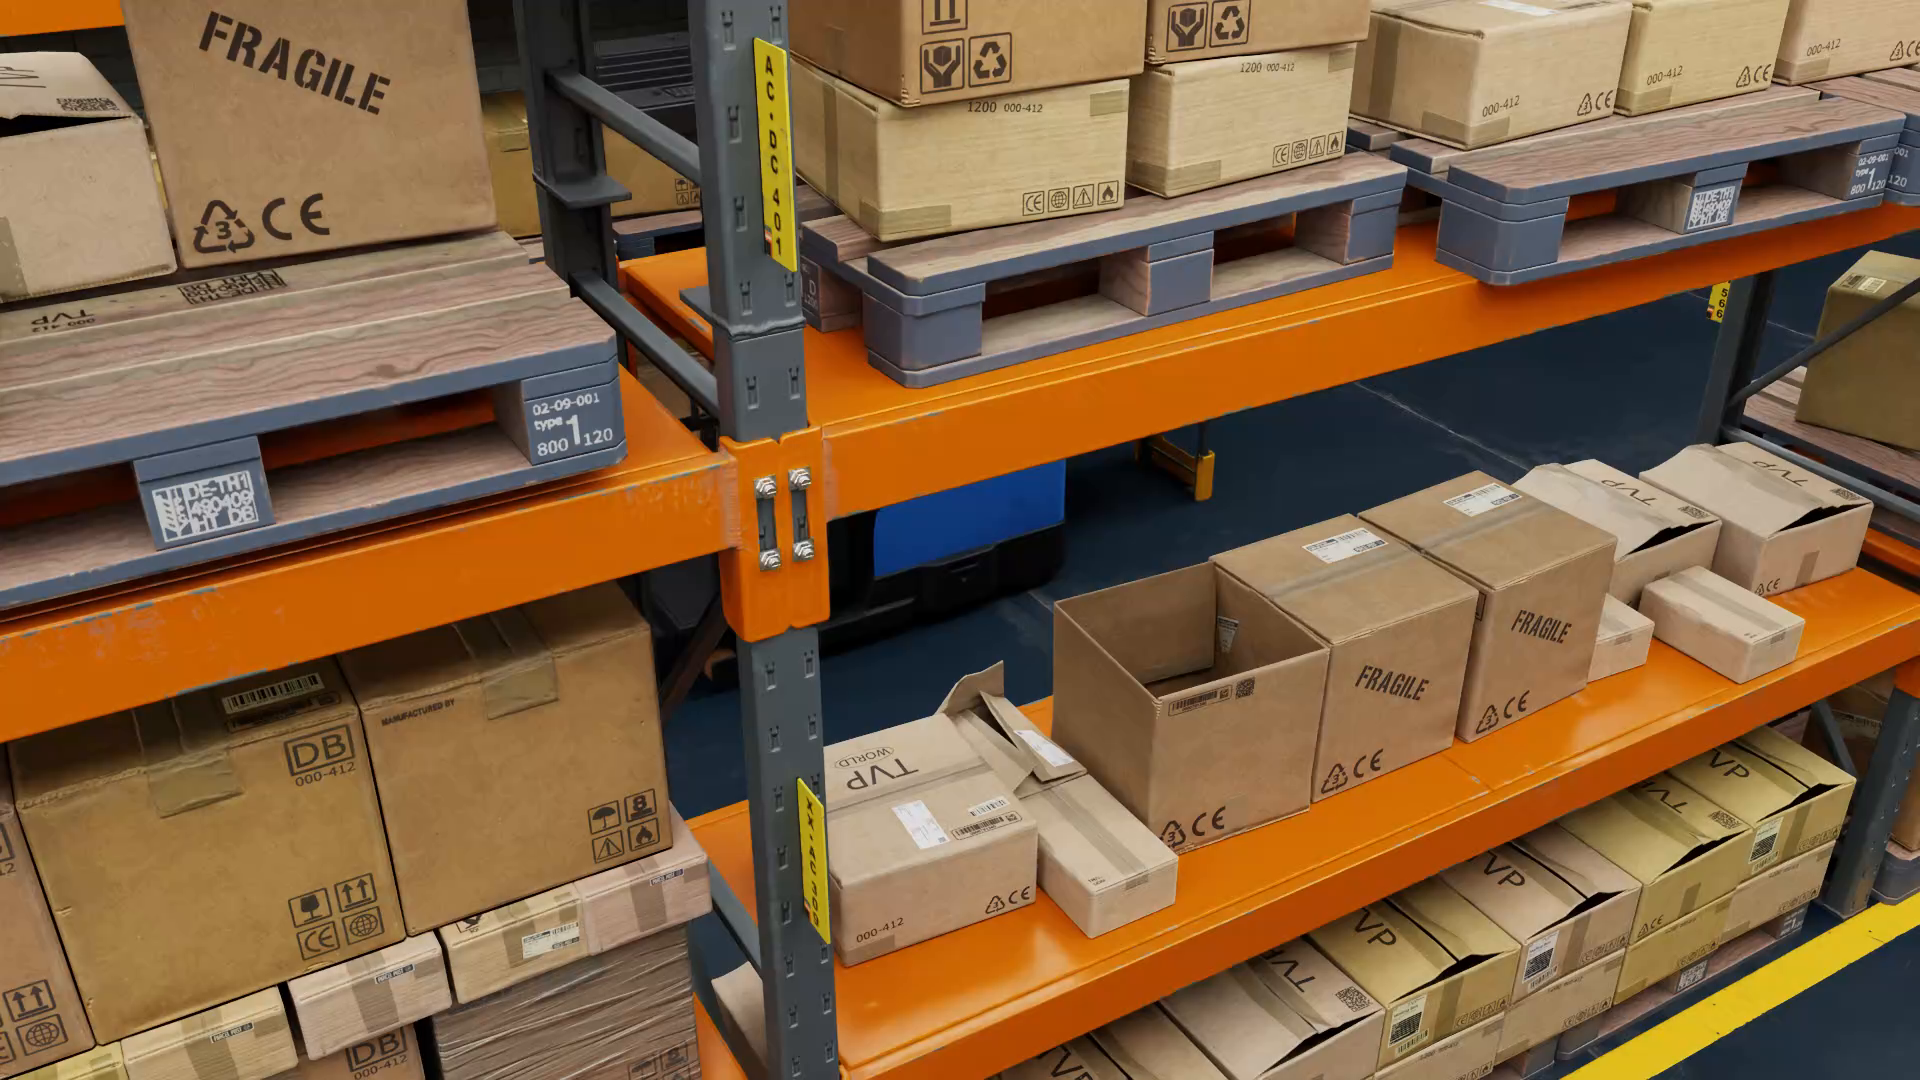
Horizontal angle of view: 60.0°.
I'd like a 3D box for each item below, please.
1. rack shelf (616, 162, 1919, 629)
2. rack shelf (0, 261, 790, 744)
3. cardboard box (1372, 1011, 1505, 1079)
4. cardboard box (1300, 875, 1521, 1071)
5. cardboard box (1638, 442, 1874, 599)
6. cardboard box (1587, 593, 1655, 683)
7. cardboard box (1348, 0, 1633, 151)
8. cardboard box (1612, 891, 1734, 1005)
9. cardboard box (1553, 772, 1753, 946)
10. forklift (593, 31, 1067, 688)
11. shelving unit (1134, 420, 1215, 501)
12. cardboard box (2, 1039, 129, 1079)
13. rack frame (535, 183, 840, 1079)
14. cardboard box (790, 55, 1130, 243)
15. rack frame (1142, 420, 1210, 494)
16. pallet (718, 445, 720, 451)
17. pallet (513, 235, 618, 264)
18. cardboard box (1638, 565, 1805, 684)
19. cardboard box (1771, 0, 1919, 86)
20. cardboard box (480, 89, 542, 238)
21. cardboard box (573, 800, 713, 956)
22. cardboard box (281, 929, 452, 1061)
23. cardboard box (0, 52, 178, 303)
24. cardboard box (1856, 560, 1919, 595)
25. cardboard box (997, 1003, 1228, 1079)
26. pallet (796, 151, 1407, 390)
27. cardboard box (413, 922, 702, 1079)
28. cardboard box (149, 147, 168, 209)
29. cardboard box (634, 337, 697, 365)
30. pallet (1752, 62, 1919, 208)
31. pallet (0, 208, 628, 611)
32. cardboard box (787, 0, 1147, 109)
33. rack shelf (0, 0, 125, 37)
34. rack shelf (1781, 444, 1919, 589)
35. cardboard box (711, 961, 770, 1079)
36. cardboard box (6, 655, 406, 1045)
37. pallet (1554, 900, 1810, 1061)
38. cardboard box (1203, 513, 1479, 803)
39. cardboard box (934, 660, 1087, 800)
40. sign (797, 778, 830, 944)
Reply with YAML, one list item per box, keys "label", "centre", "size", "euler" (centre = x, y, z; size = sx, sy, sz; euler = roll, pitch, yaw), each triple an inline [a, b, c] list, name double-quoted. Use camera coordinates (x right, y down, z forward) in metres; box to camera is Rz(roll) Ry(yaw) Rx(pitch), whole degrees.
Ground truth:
- label: "rack shelf"
  centre: [1.171, -0.707, 4.067]
  size: [4.000, 0.370, 1.077]
  euler: [-16, 33, -26]
- label: "rack shelf"
  centre: [-2.278, 0.272, 2.292]
  size: [4.000, 0.370, 1.077]
  euler: [-16, 33, -26]
- label: "cardboard box"
  centre: [1.246, 1.429, 4.968]
  size: [0.500, 0.250, 0.500]
  euler: [-15, 32, -25]
- label: "cardboard box"
  centre: [1.254, 1.181, 4.836]
  size: [0.500, 0.311, 0.500]
  euler: [-15, 32, -25]
- label: "cardboard box"
  centre: [2.560, -0.088, 5.398]
  size: [0.500, 0.311, 0.500]
  euler: [-14, 32, -23]
- label: "cardboard box"
  centre: [1.824, 0.247, 4.957]
  size: [0.250, 0.149, 0.380]
  euler: [-13, 32, -23]
- label: "cardboard box"
  centre: [1.126, -1.093, 3.742]
  size: [0.500, 0.250, 0.500]
  euler: [-19, 34, -30]
- label: "cardboard box"
  centre: [2.123, 1.180, 5.419]
  size: [0.500, 0.250, 0.500]
  euler: [-16, 33, -27]
- label: "cardboard box"
  centre: [2.124, 0.937, 5.278]
  size: [0.500, 0.311, 0.500]
  euler: [-16, 33, -27]
- label: "forklift"
  centre: [-1.024, -0.944, 6.927]
  size: [3.031, 2.935, 1.130]
  euler: [-16, 33, -27]
- label: "shelving unit"
  centre: [0.702, -0.864, 8.264]
  size: [1.083, 1.500, 0.587]
  euler: [-16, 33, -27]
- label: "cardboard box"
  centre: [-1.557, 0.857, 2.817]
  size: [0.250, 0.149, 0.380]
  euler: [-16, 33, -27]
- label: "rack frame"
  centre: [-0.553, 0.781, 3.730]
  size: [0.127, 3.000, 1.000]
  euler: [-16, 33, -26]
- label: "cardboard box"
  centre: [-0.017, -0.797, 3.207]
  size: [0.500, 0.250, 0.500]
  euler: [-12, 31, -21]
- label: "rack frame"
  centre: [1.129, -0.989, 8.490]
  size: [0.032, 1.500, 0.500]
  euler: [-16, 33, -27]
- label: "pallet"
  centre: [-1.343, -0.553, 9.033]
  size: [1.213, 0.211, 1.003]
  euler: [-16, 33, -26]
- label: "pallet"
  centre: [-2.333, -1.324, 7.744]
  size: [1.213, 0.211, 1.003]
  euler: [-16, 33, -26]
- label: "cardboard box"
  centre: [2.260, 0.247, 4.958]
  size: [0.250, 0.149, 0.380]
  euler: [-16, 33, -26]
- label: "cardboard box"
  centre: [2.090, -1.359, 4.225]
  size: [0.500, 0.250, 0.500]
  euler: [-15, 32, -25]
- label: "cardboard box"
  centre: [-2.125, -1.762, 7.780]
  size: [0.500, 0.500, 0.700]
  euler: [-12, 31, -21]
- label: "cardboard box"
  centre: [-0.679, 0.609, 3.267]
  size: [0.250, 0.149, 0.380]
  euler: [-16, 33, -26]
- label: "cardboard box"
  centre: [-1.118, 0.734, 3.041]
  size: [0.250, 0.149, 0.380]
  euler: [-17, 33, -28]
- label: "cardboard box"
  centre: [-1.587, -0.593, 2.628]
  size: [0.500, 0.311, 0.500]
  euler: [-18, 34, -29]
- label: "cardboard box"
  centre: [3.629, 0.033, 6.441]
  size: [0.500, 0.250, 0.500]
  euler: [-15, 32, -24]
- label: "cardboard box"
  centre: [0.363, 1.438, 4.371]
  size: [0.500, 0.311, 0.500]
  euler: [-16, 33, -27]
- label: "pallet"
  centre: [0.201, -0.670, 3.453]
  size: [1.217, 0.209, 0.805]
  euler: [-17, 33, -28]
- label: "cardboard box"
  centre: [-0.933, 0.848, 3.505]
  size: [0.500, 0.500, 0.700]
  euler: [-17, 33, -28]
- label: "cardboard box"
  centre: [-3.317, -1.309, 6.875]
  size: [0.500, 0.500, 0.500]
  euler: [-16, 33, -26]
- label: "cardboard box"
  centre: [-1.615, -1.134, 8.555]
  size: [0.500, 0.250, 0.500]
  euler: [-17, 33, -28]
- label: "pallet"
  centre: [2.356, -1.225, 4.457]
  size: [1.003, 0.211, 1.213]
  euler: [-14, 32, -24]
- label: "pallet"
  centre: [-1.276, -0.274, 2.629]
  size: [1.213, 0.211, 1.003]
  euler: [-16, 33, -26]
- label: "cardboard box"
  centre: [-0.001, -1.113, 3.003]
  size: [0.500, 0.500, 0.500]
  euler: [-15, 32, -26]
- label: "rack shelf"
  centre: [-4.790, -1.791, 6.030]
  size: [4.000, 0.370, 1.077]
  euler: [-16, 33, -26]
- label: "rack shelf"
  centre: [4.620, -0.373, 6.566]
  size: [4.000, 0.370, 1.077]
  euler: [-16, 33, -26]
- label: "cardboard box"
  centre: [-0.349, 1.337, 4.554]
  size: [0.500, 0.311, 0.500]
  euler: [-16, 33, -26]
- label: "cardboard box"
  centre: [-1.368, 0.405, 2.966]
  size: [0.500, 0.500, 0.700]
  euler: [-16, 33, -26]
- label: "pallet"
  centre: [2.166, 1.208, 5.843]
  size: [1.213, 0.211, 1.003]
  euler: [-16, 33, -26]
- label: "cardboard box"
  centre: [1.003, 0.304, 4.490]
  size: [0.500, 0.500, 0.500]
  euler: [-16, 33, -26]
- label: "cardboard box"
  centre: [0.112, 0.548, 4.292]
  size: [0.258, 0.266, 0.396]
  euler: [-17, 33, -28]
- label: "sign"
  centre: [-0.271, 0.598, 3.084]
  size: [0.005, 0.325, 0.100]
  euler: [-16, 33, -26]
